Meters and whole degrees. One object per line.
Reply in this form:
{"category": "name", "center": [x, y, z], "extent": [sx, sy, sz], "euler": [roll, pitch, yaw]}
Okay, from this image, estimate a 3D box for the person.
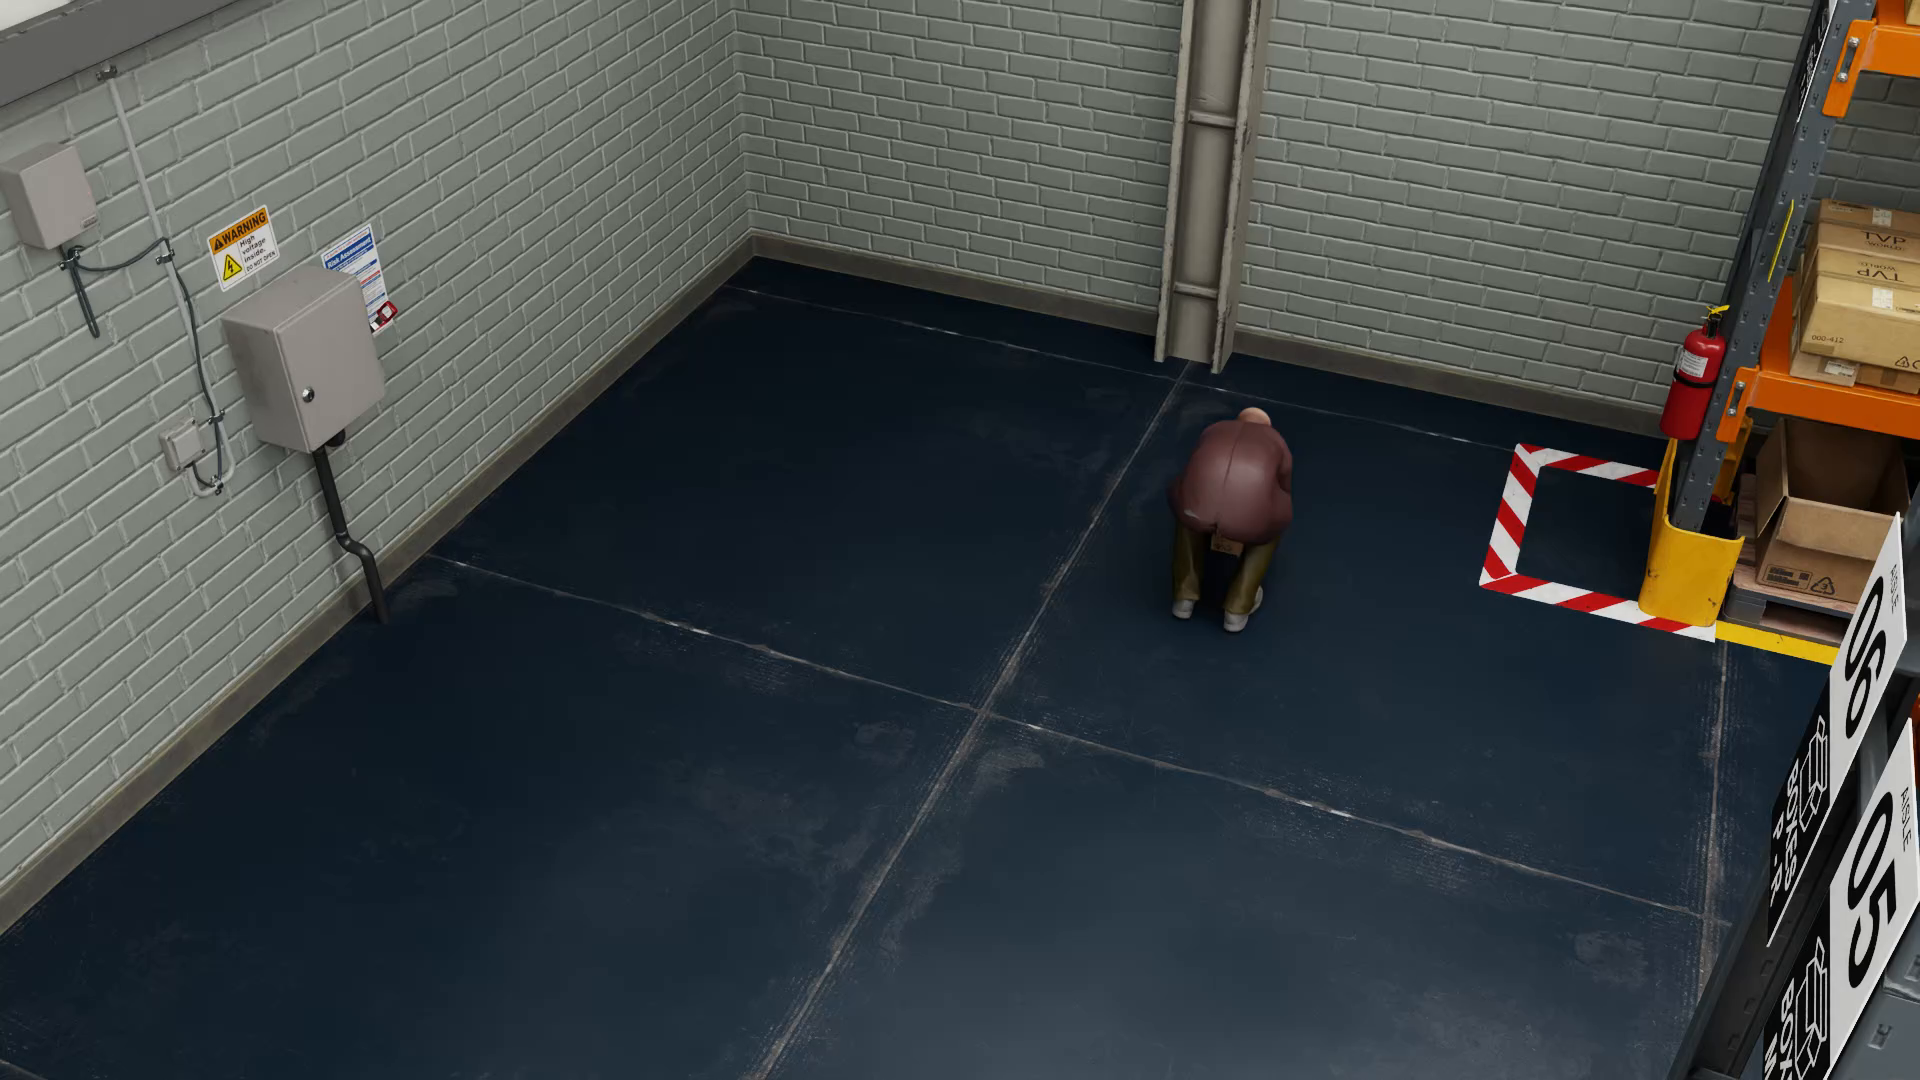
{"category": "person", "center": [1.270, -0.165, 7.736], "extent": [0.595, 0.949, 0.946], "euler": [12, 39, 16]}
